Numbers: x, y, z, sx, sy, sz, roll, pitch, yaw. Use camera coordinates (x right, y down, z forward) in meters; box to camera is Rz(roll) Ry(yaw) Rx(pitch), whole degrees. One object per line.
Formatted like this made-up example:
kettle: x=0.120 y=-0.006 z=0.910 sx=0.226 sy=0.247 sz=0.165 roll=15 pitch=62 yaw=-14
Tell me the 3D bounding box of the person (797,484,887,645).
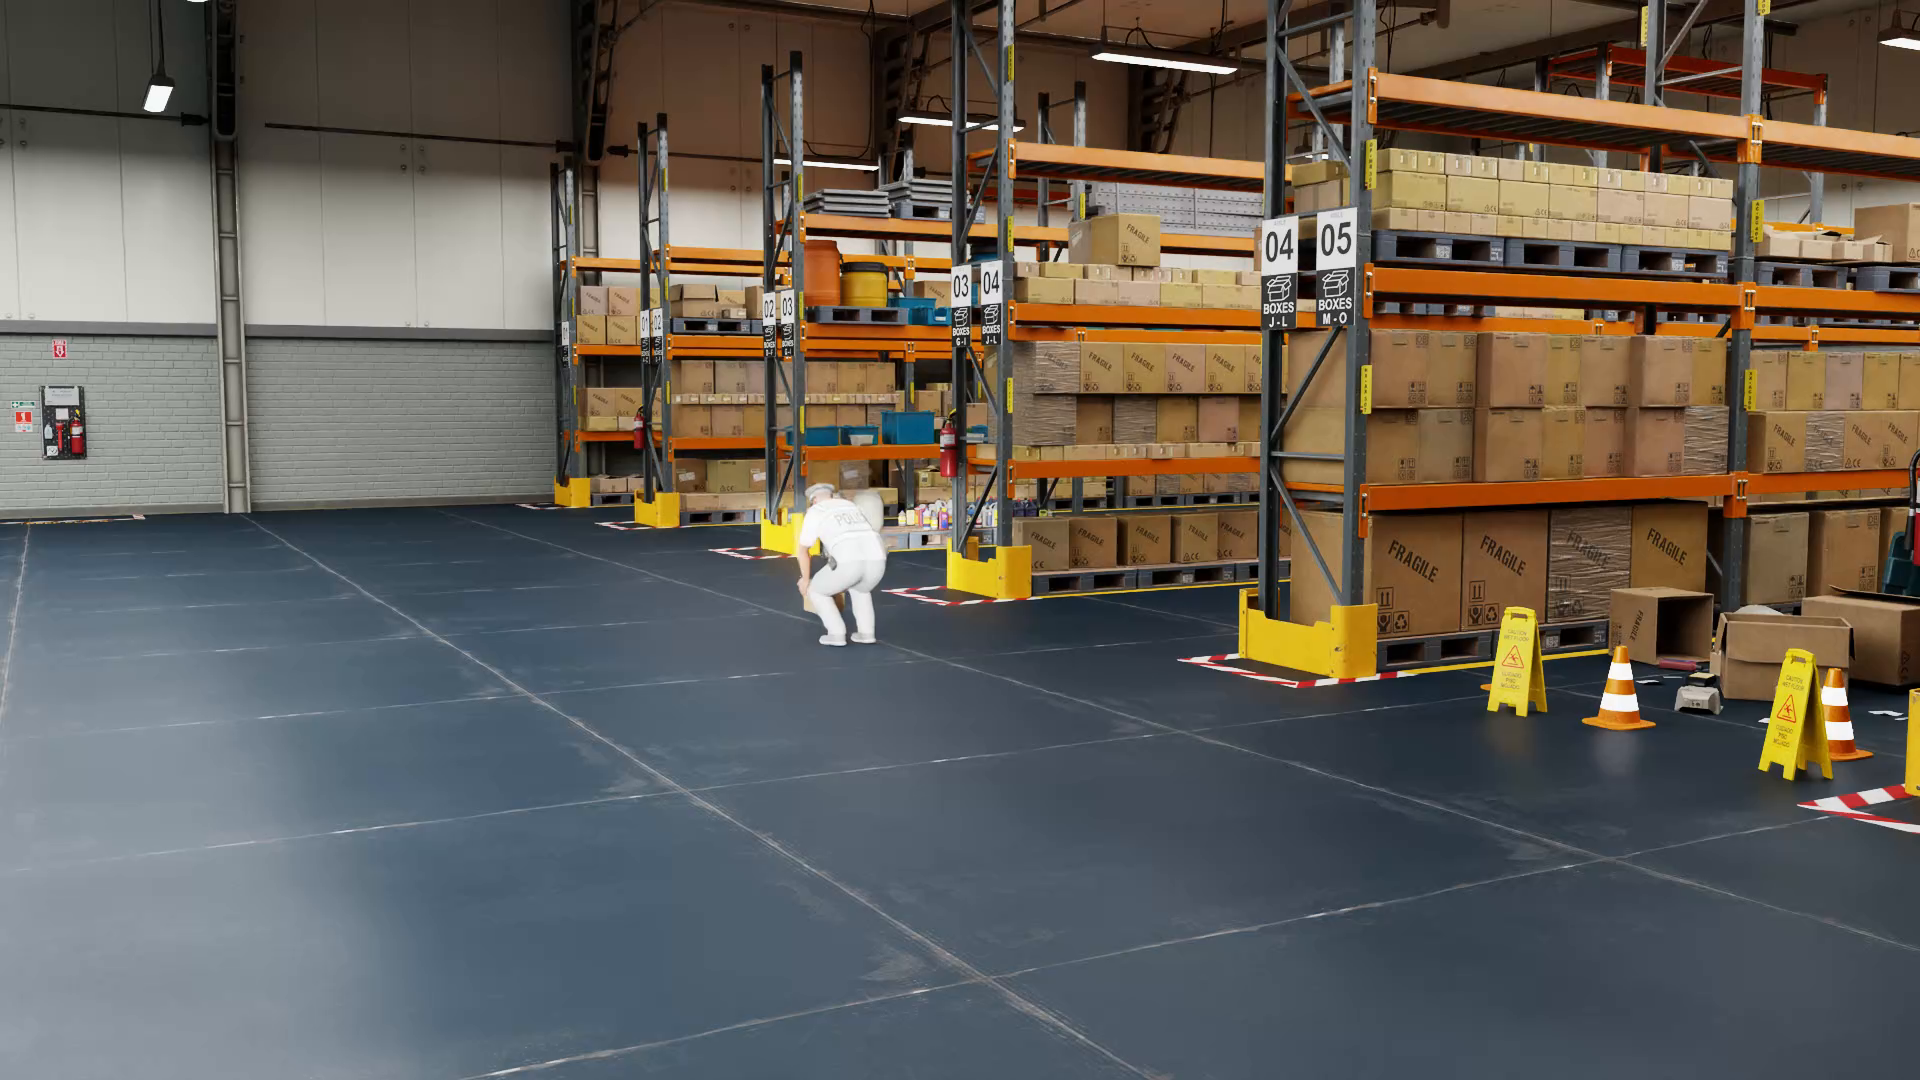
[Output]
person: x=-0.944 y=0.188 z=13.018 sx=0.581 sy=1.242 sz=0.882 roll=-3 pitch=6 yaw=-29
